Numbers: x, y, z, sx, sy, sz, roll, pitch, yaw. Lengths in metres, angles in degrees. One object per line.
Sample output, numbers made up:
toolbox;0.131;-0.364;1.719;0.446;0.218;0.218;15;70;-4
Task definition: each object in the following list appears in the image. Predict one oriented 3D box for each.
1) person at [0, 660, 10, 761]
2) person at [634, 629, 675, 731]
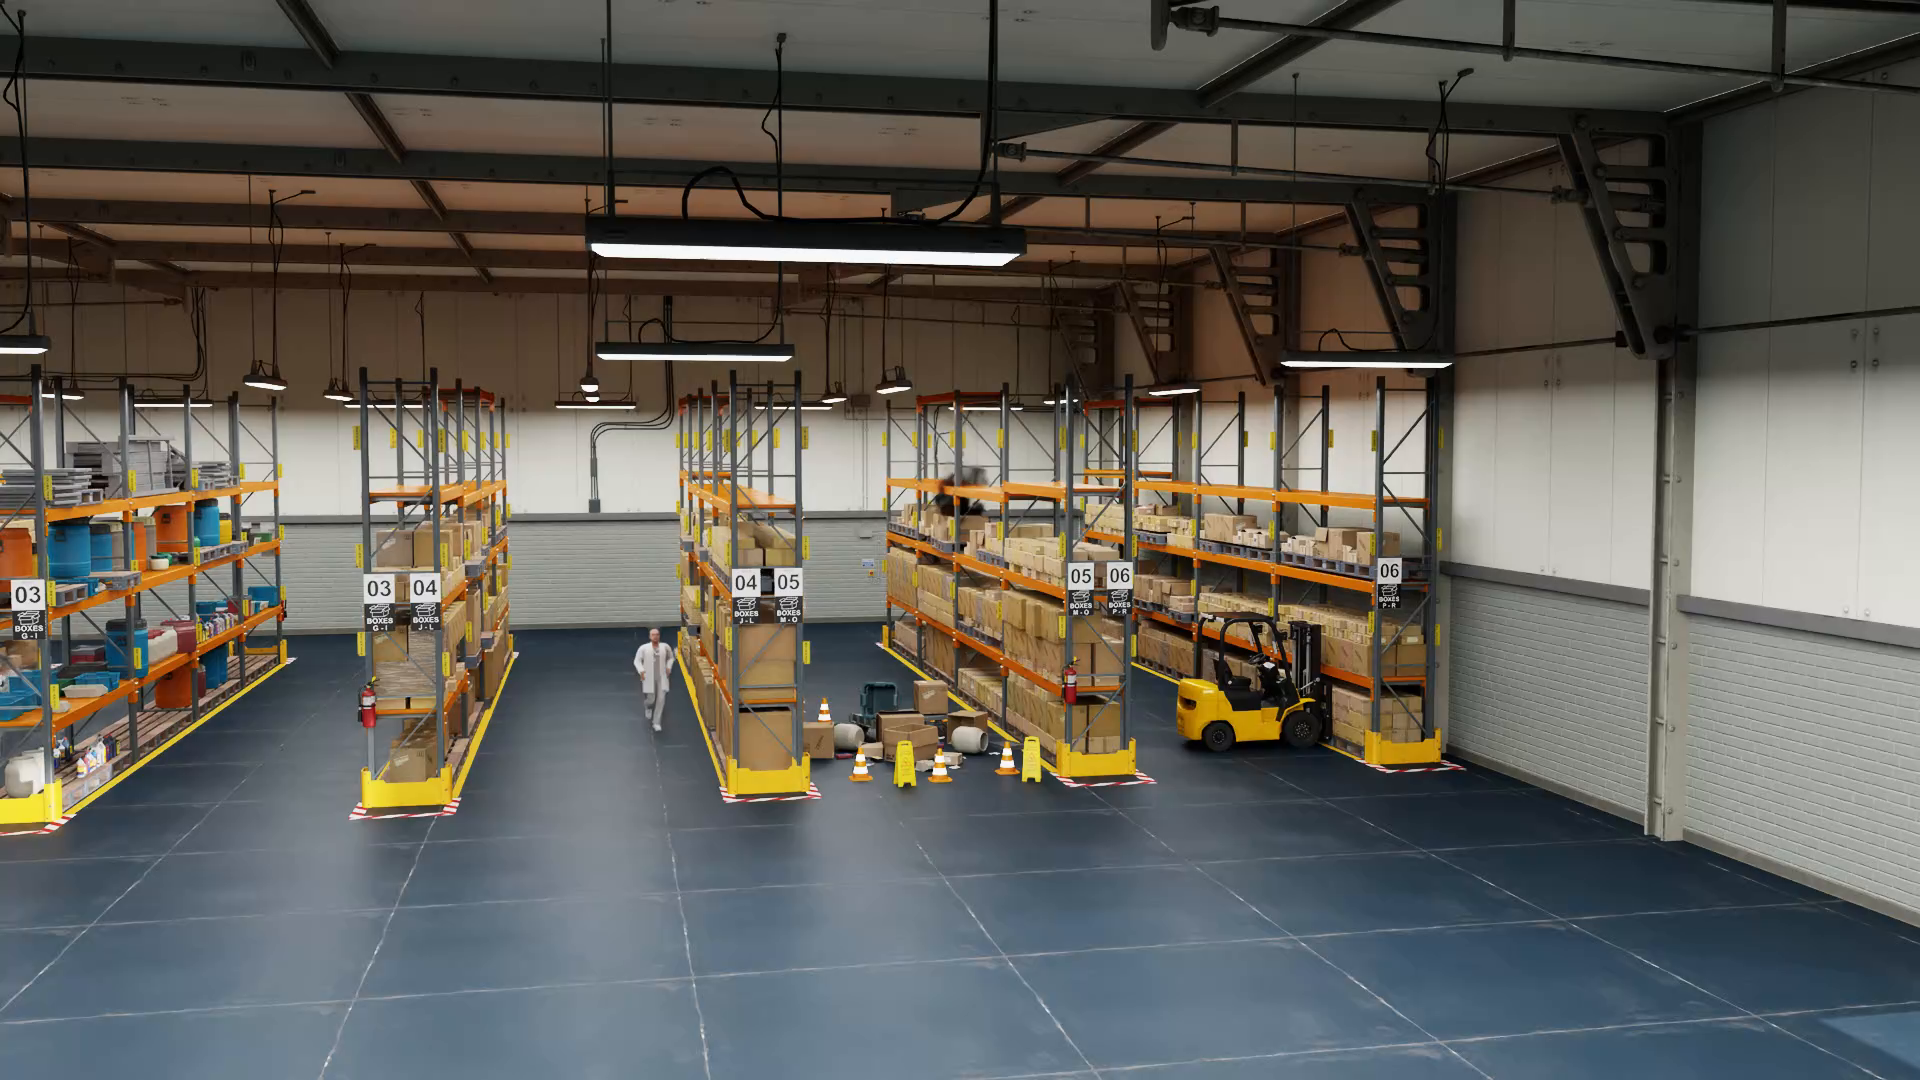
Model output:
person;-14.843;2.659;25.659;0.584;1.674;0.668;-1;4;-14
person;-5.306;2.416;28.969;0.711;1.743;0.756;-1;4;-20
